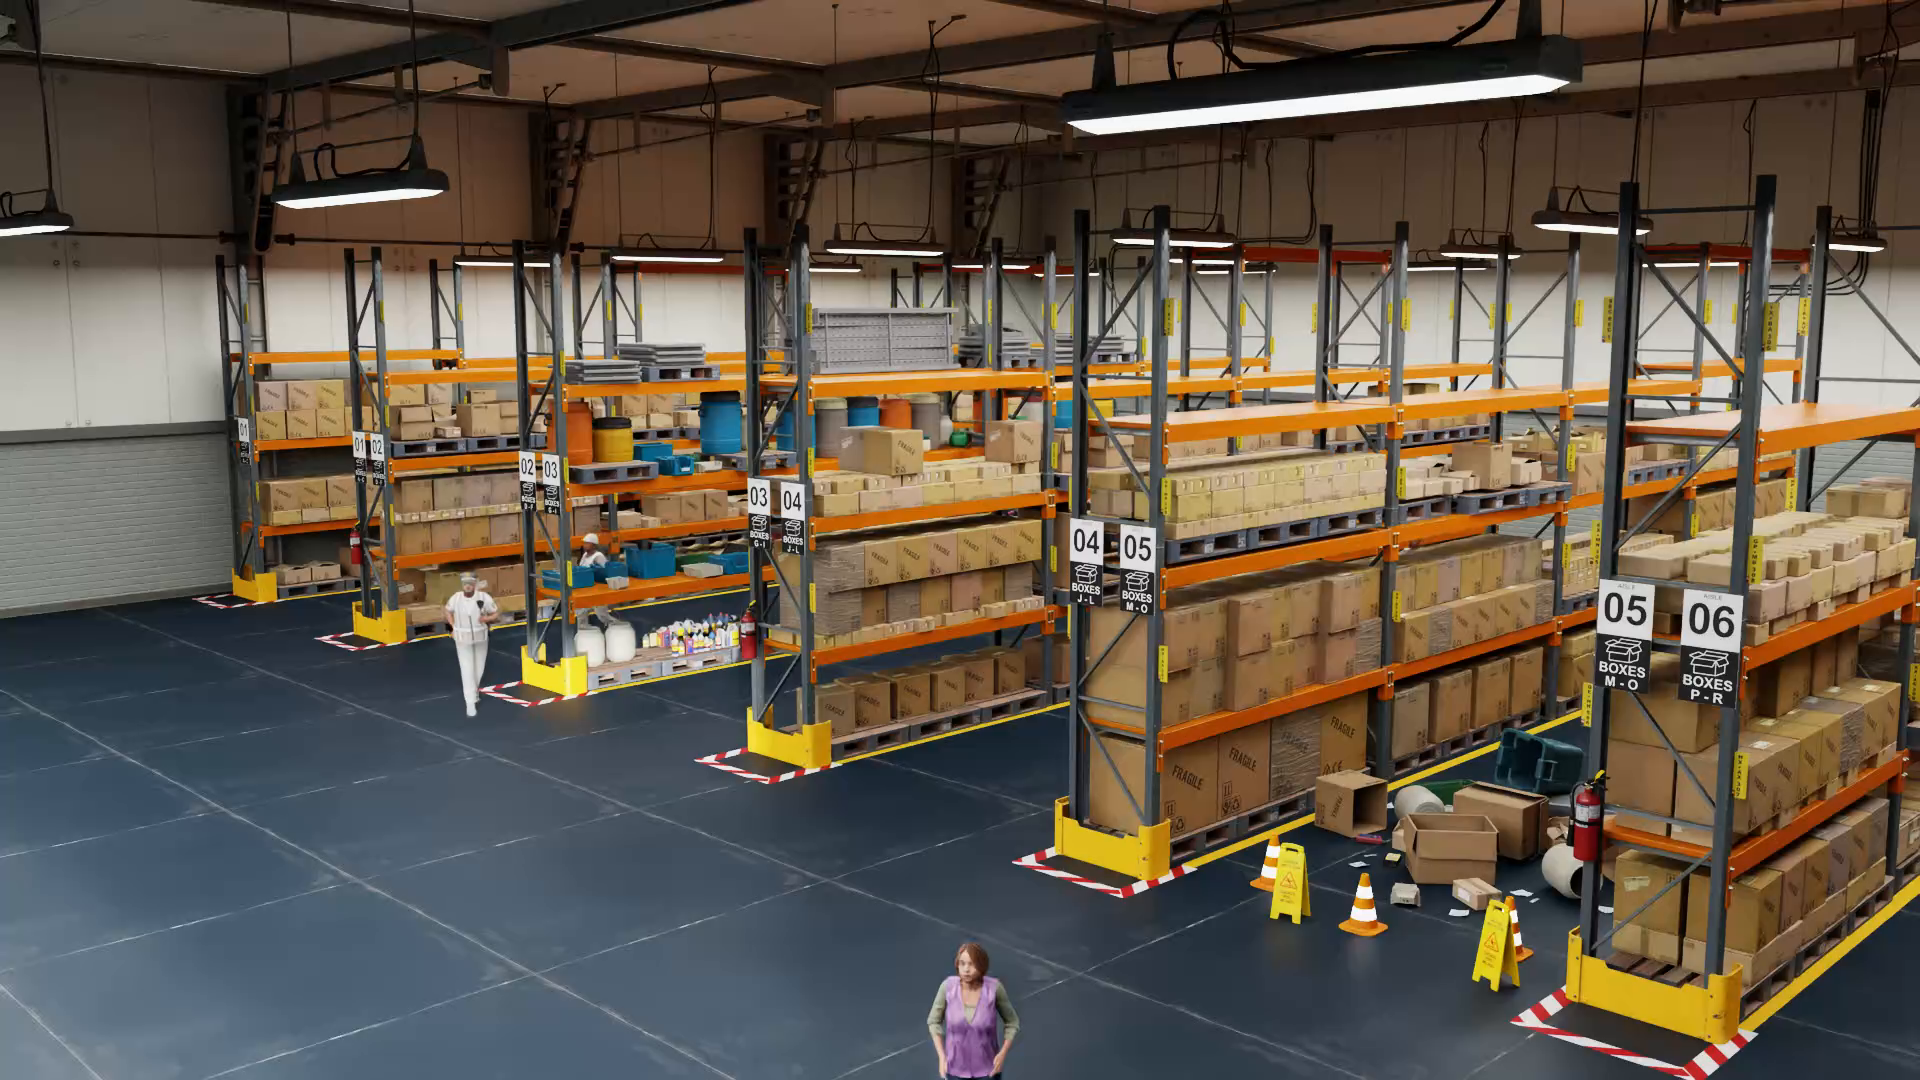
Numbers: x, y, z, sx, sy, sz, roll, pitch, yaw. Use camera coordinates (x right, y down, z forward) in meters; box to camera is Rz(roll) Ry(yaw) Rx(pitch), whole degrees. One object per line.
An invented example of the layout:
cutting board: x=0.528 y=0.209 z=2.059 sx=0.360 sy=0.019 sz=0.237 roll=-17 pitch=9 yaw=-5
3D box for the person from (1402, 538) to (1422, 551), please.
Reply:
person: x=6.857 y=0.733 z=25.139 sx=0.698 sy=1.774 sz=0.853 roll=8 pitch=11 yaw=44

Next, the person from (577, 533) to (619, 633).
person: x=-5.378 y=0.779 z=24.533 sx=0.992 sy=1.782 sz=0.679 roll=-7 pitch=11 yaw=-42

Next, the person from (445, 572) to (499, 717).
person: x=-6.215 y=1.290 z=21.258 sx=0.637 sy=1.828 sz=0.890 roll=-3 pitch=9 yaw=-22

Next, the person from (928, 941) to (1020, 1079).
person: x=0.077 y=3.059 z=9.628 sx=0.530 sy=1.573 sz=0.588 roll=0 pitch=8 yaw=2
